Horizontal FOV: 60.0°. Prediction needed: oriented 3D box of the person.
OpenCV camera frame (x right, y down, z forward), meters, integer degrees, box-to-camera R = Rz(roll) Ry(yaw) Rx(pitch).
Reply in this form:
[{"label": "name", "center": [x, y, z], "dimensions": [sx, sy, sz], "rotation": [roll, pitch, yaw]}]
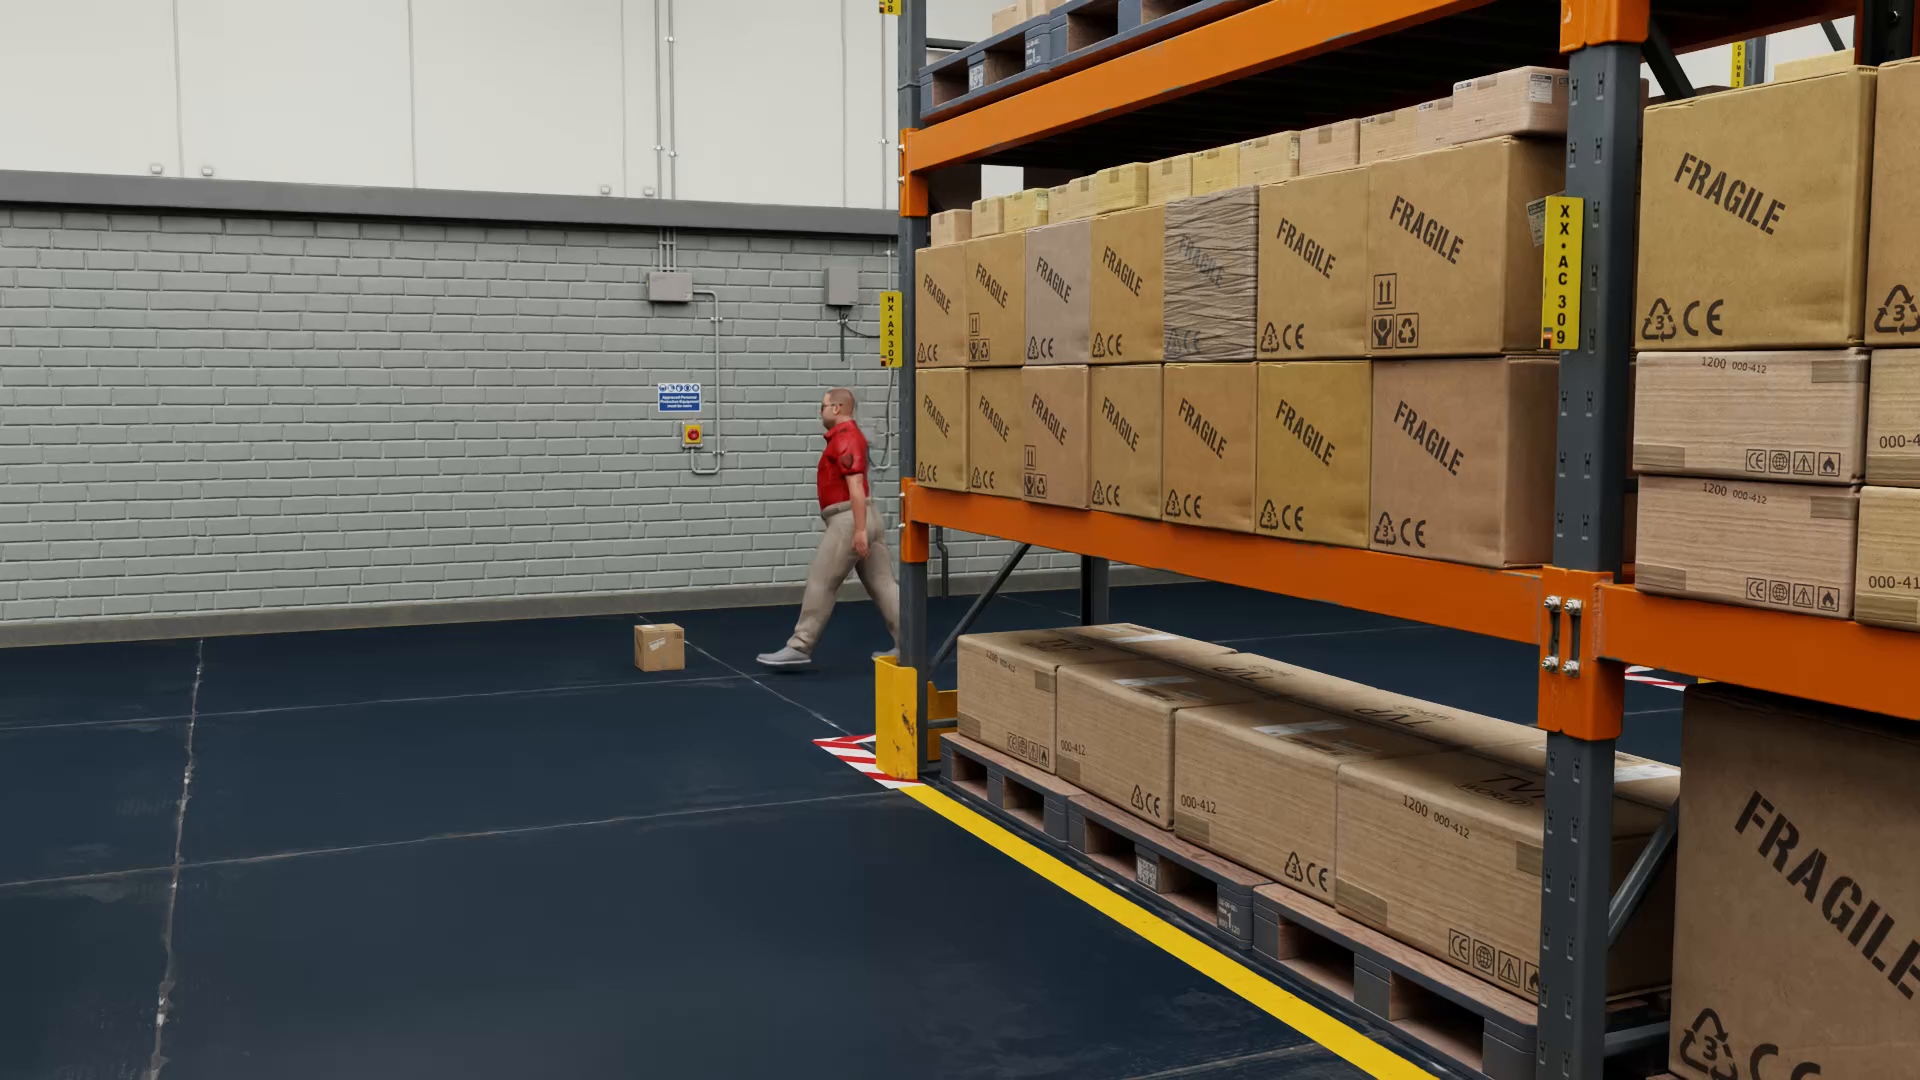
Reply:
[{"label": "person", "center": [-0.706, -0.083, 10.074], "dimensions": [0.979, 1.670, 0.544], "rotation": [1, 5, 11]}]
